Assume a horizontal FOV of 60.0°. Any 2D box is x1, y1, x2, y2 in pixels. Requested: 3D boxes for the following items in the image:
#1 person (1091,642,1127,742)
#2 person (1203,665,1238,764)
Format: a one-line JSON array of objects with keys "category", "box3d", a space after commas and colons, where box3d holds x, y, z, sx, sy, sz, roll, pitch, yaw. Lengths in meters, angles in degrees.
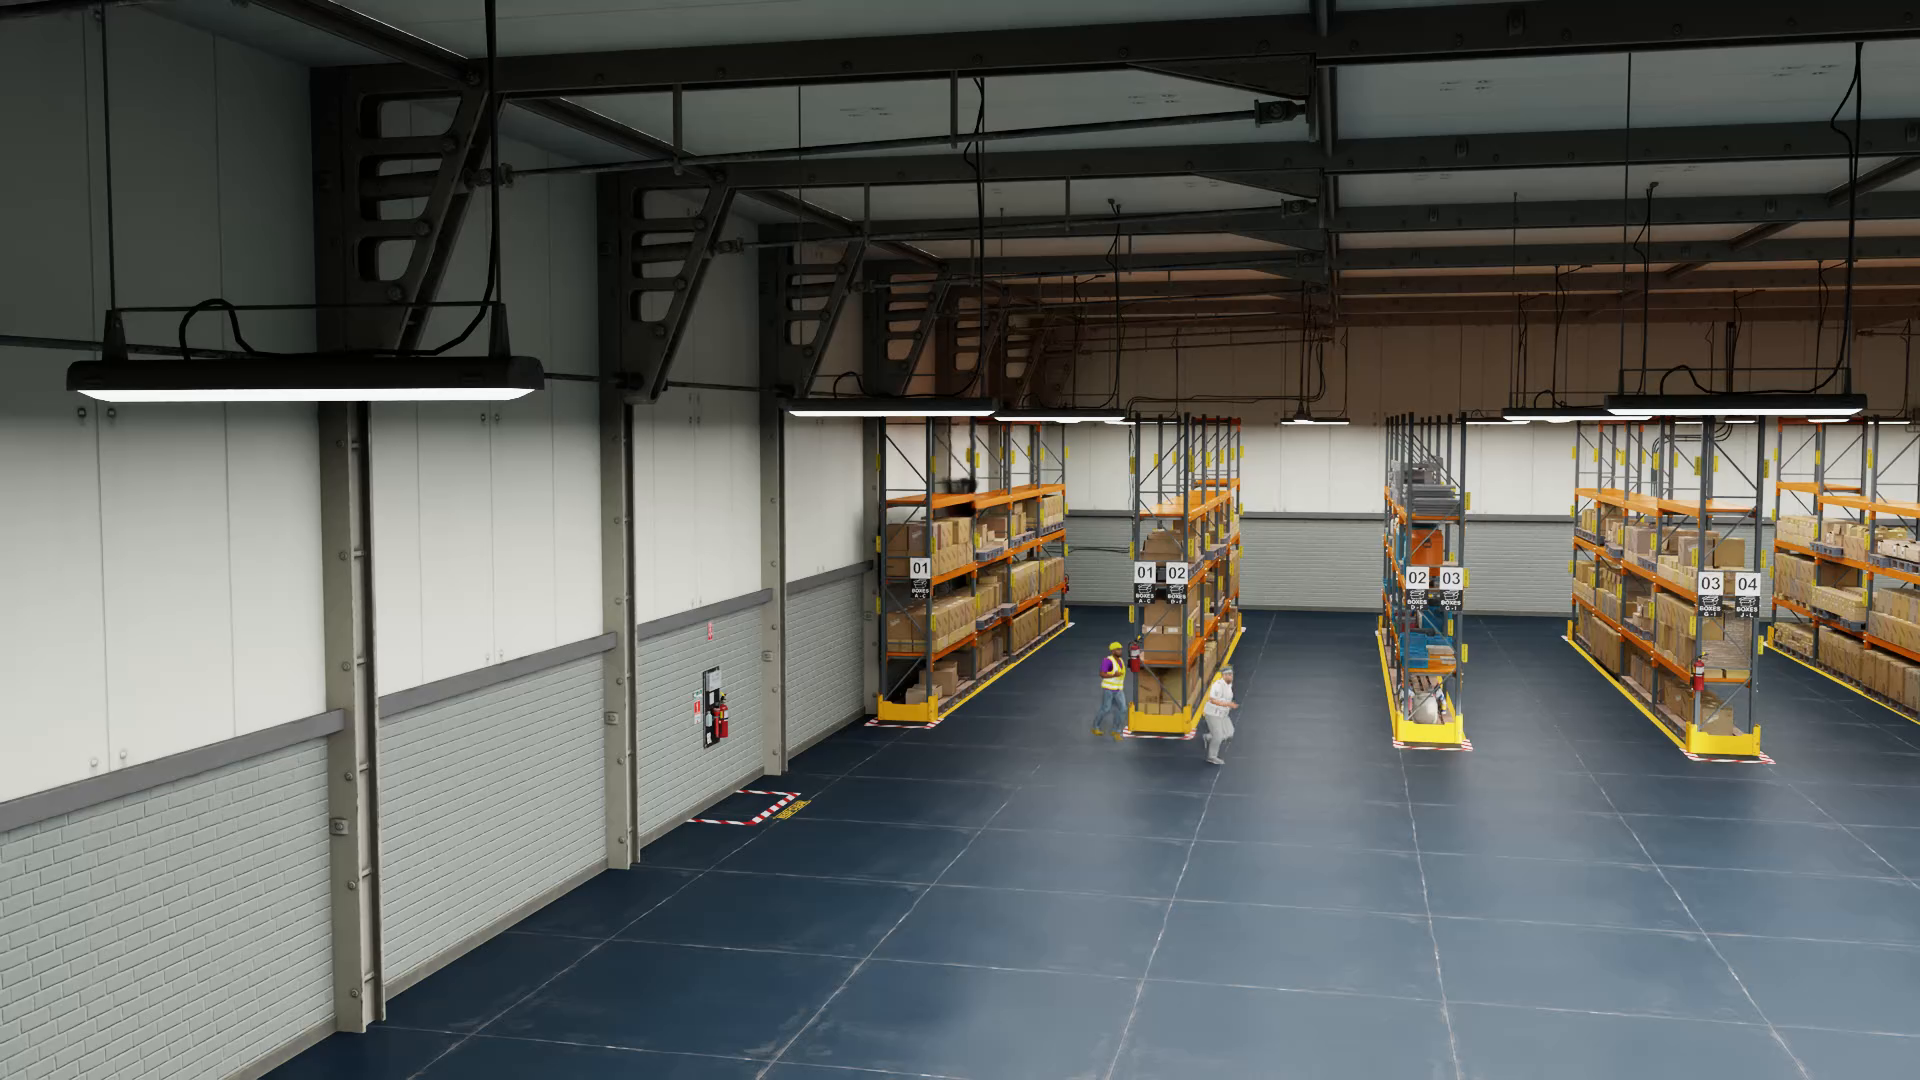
[{"category": "person", "box3d": [2.805, 2.783, 30.571, 0.696, 1.826, 0.740, -3, 5, -41]}, {"category": "person", "box3d": [4.446, 2.970, 28.270, 0.714, 1.704, 0.647, 4, 5, 43]}]
